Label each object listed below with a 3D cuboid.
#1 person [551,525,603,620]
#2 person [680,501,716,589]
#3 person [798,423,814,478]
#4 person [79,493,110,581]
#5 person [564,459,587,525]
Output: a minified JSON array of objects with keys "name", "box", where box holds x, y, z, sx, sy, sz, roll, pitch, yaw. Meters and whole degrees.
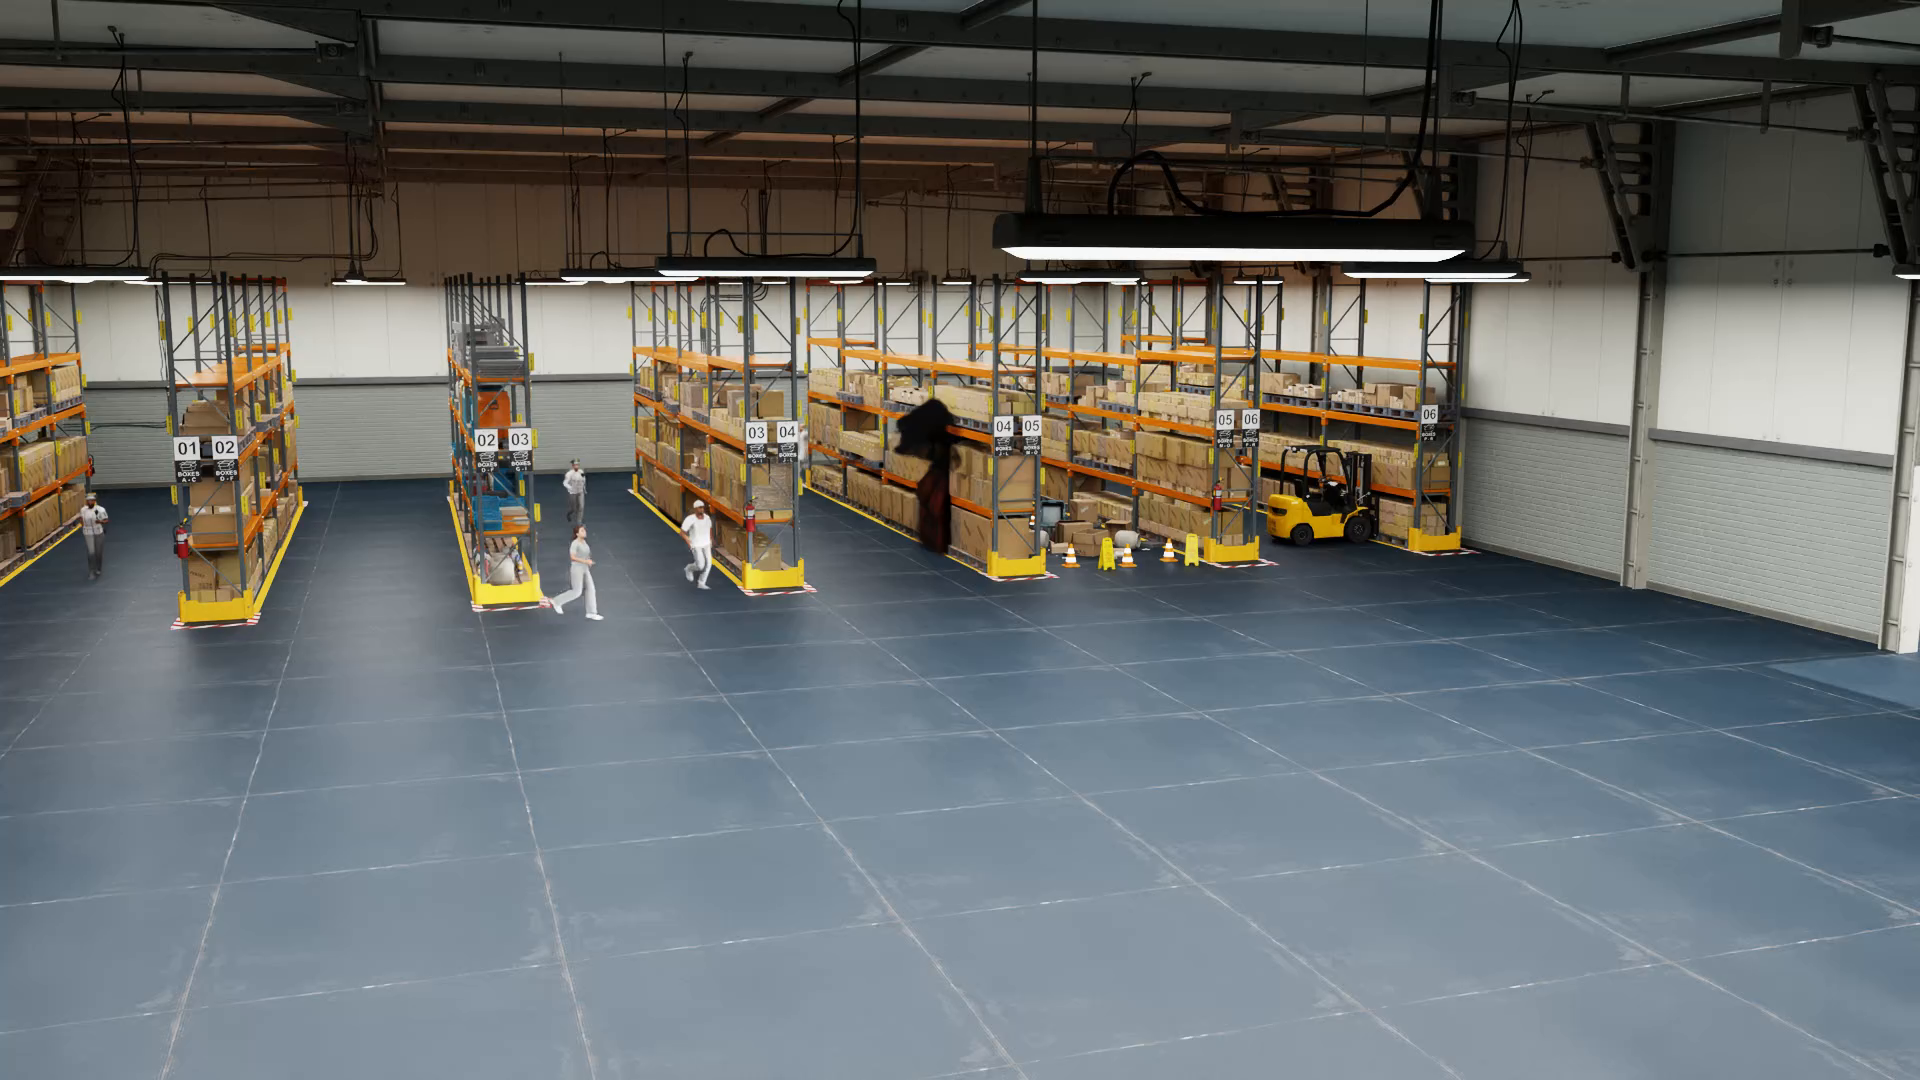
[{"name":"person","box":[-6.662,0.565,28.954,0.911,1.655,0.577,2,9,13]},{"name":"person","box":[-5.024,0.084,31.887,0.716,1.711,0.599,-7,11,-41]},{"name":"person","box":[-4.645,-2.551,49.290,0.962,1.742,0.747,-4,10,-27]},{"name":"person","box":[-17.201,-0.074,33.086,0.548,1.766,0.758,-4,9,-25]},{"name":"person","box":[-9.276,-1.134,40.105,0.608,1.678,0.834,-6,10,-33]}]
